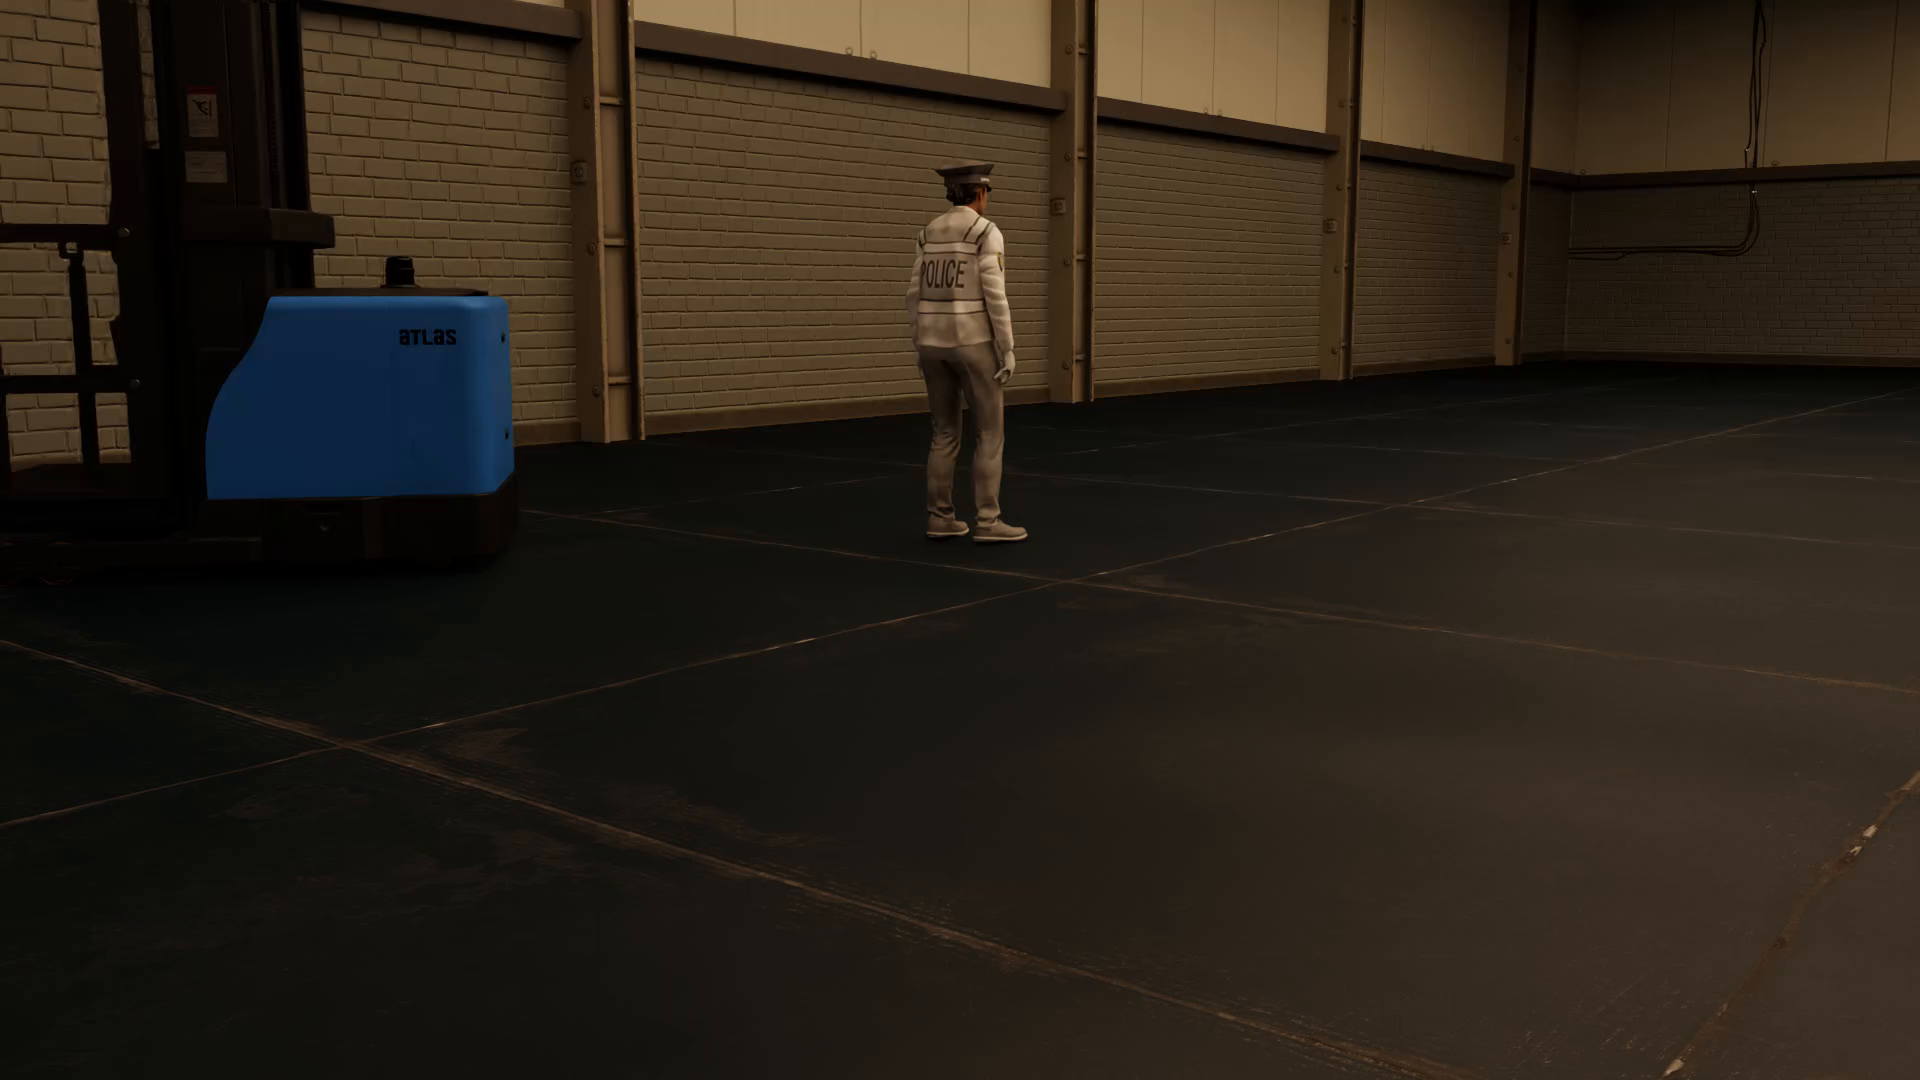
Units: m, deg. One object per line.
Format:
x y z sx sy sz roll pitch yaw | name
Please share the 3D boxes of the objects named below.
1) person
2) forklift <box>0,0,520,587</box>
0.010 -0.826 7.314 0.529 1.663 0.372 6 10 37 | person
-3.386 -1.357 6.553 3.031 2.935 1.130 -1 8 -10 | forklift
